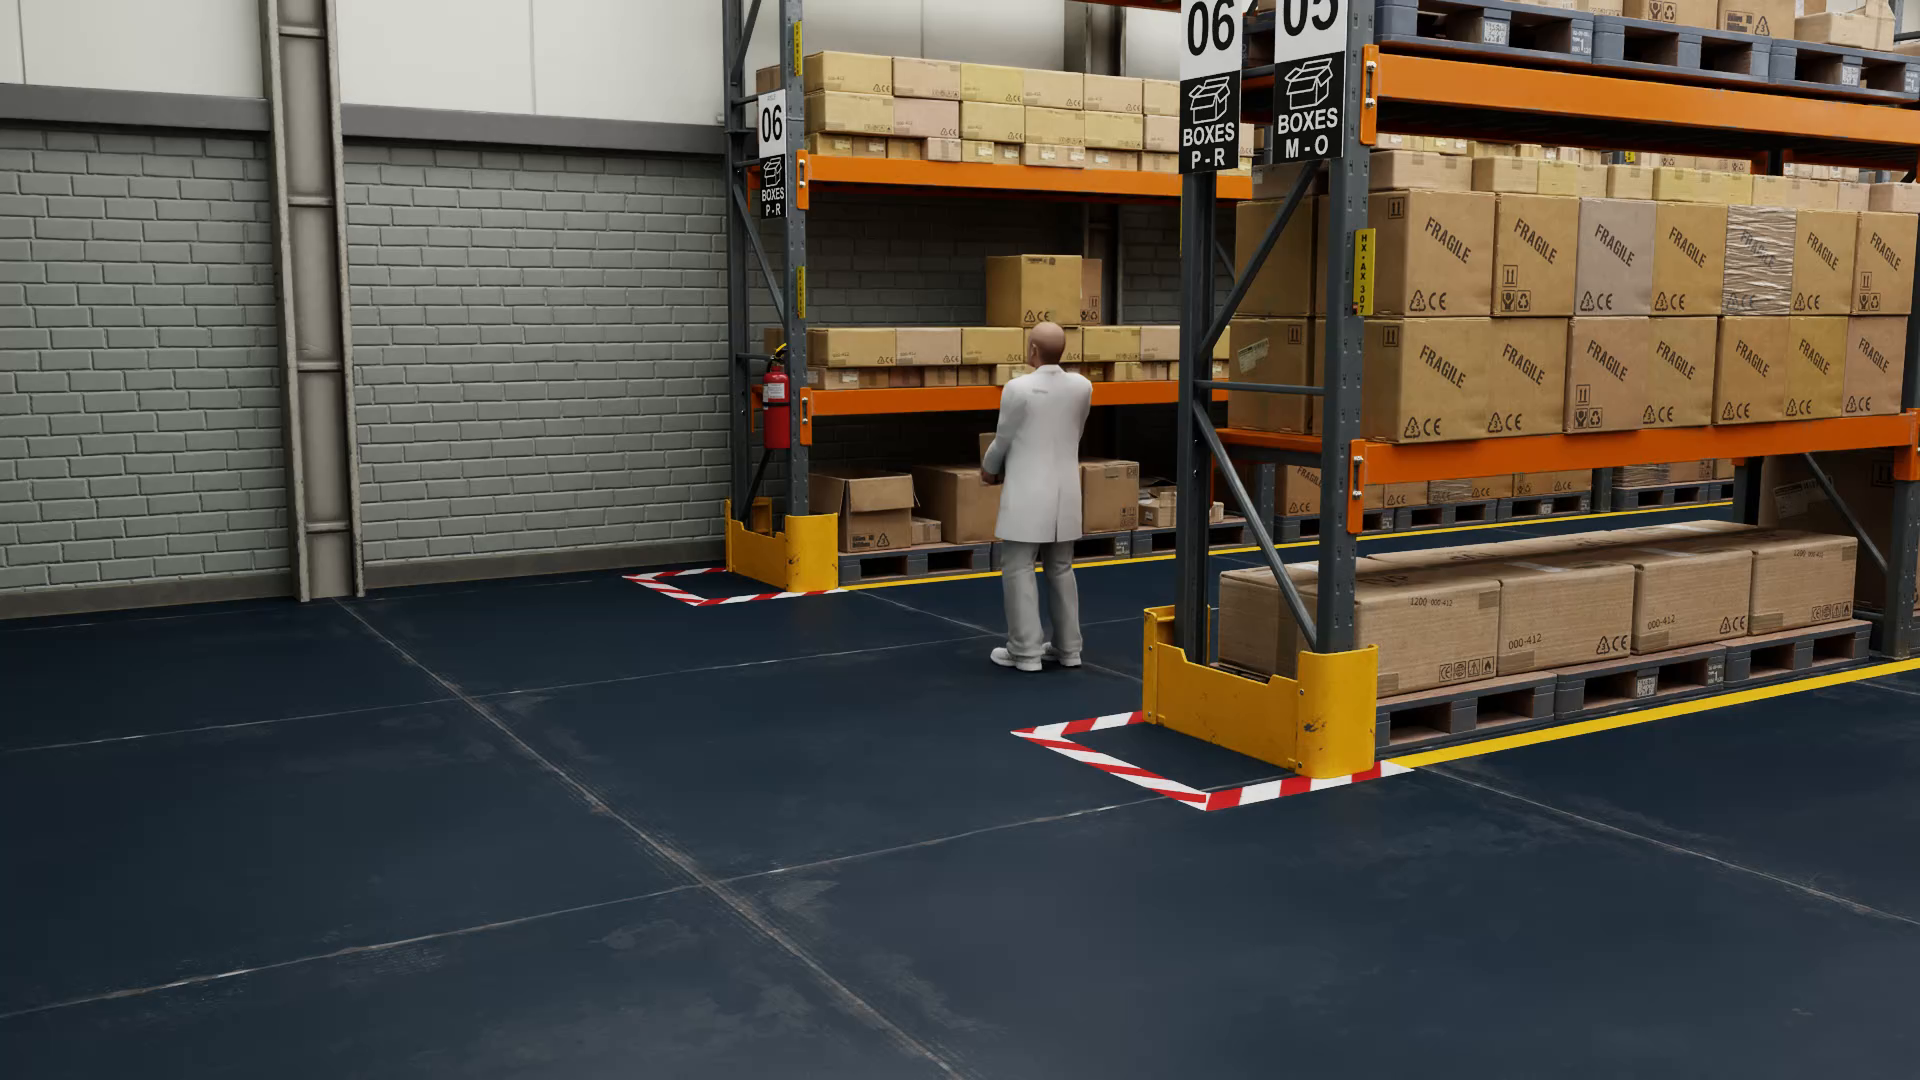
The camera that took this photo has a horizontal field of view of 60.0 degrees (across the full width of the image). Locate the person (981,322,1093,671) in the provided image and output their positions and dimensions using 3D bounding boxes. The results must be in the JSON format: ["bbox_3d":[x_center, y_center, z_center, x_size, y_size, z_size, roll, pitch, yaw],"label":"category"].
[{"bbox_3d":[0.362,-0.236,8.576,0.531,1.769,0.555,-5,9,-31],"label":"person"}]
